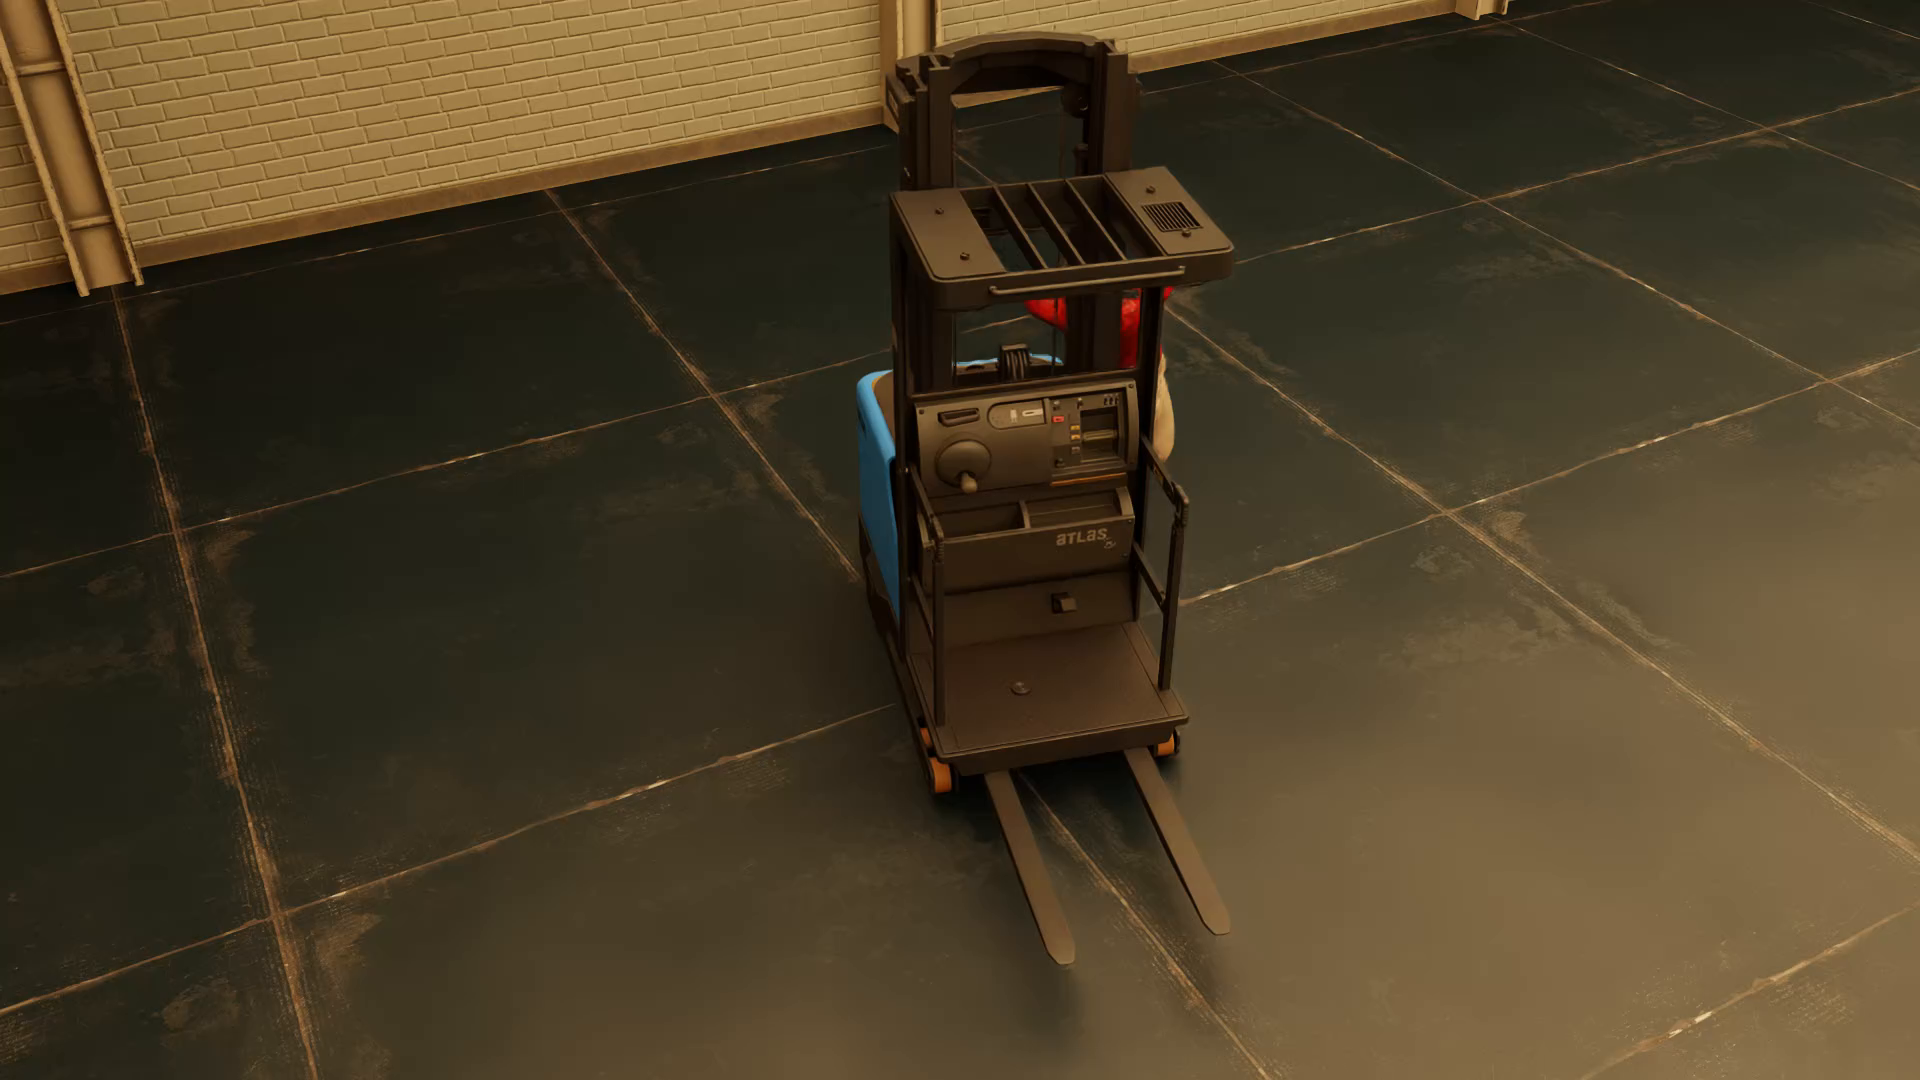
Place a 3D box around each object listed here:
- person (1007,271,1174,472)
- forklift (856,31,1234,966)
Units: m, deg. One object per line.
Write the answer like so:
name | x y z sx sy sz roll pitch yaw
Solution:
person | 0.696 -1.055 8.846 0.859 1.602 1.108 -28 44 -33
forklift | 0.332 -0.355 6.625 1.130 2.935 3.031 -8 36 -11
